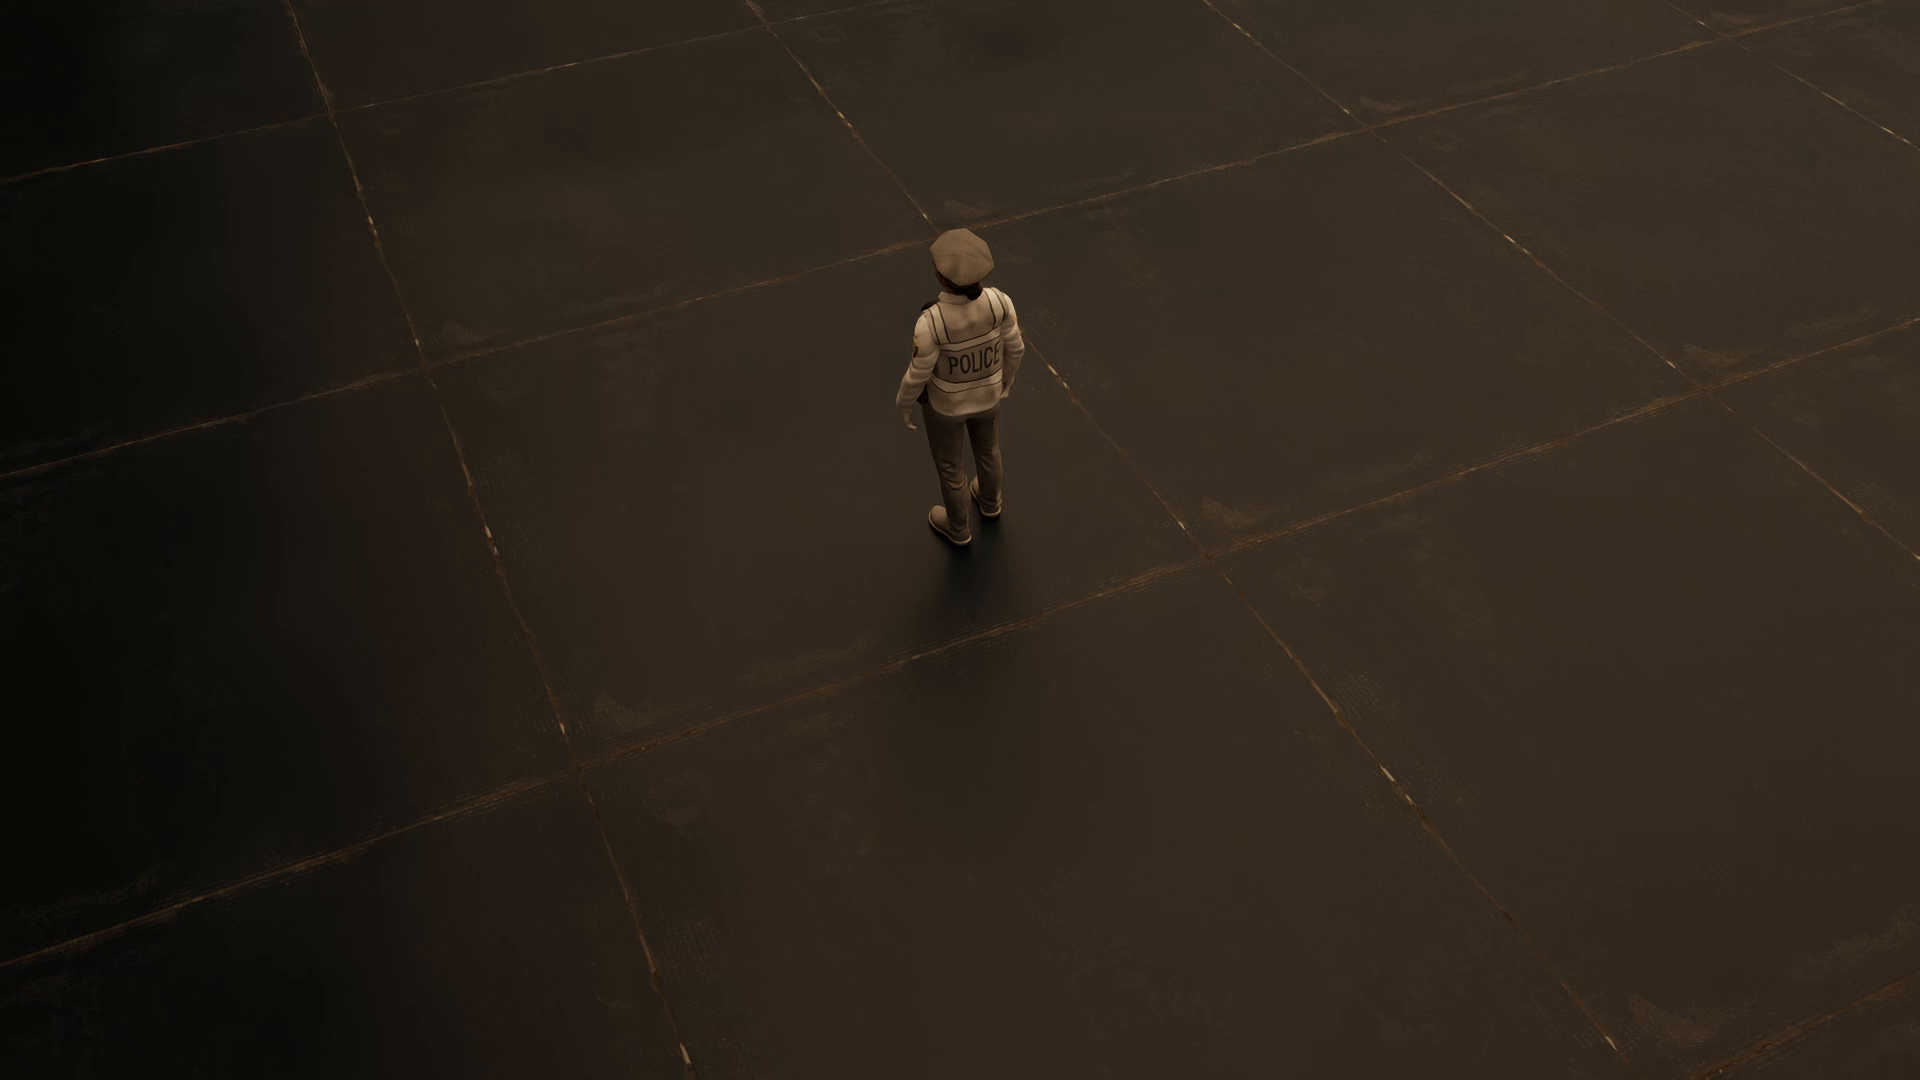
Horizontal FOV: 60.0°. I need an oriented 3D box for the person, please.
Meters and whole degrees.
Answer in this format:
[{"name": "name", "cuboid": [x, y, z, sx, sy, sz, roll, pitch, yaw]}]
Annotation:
[{"name": "person", "cuboid": [-0.023, -0.669, 7.293, 0.588, 1.695, 0.531, -18, 46, -18]}]
